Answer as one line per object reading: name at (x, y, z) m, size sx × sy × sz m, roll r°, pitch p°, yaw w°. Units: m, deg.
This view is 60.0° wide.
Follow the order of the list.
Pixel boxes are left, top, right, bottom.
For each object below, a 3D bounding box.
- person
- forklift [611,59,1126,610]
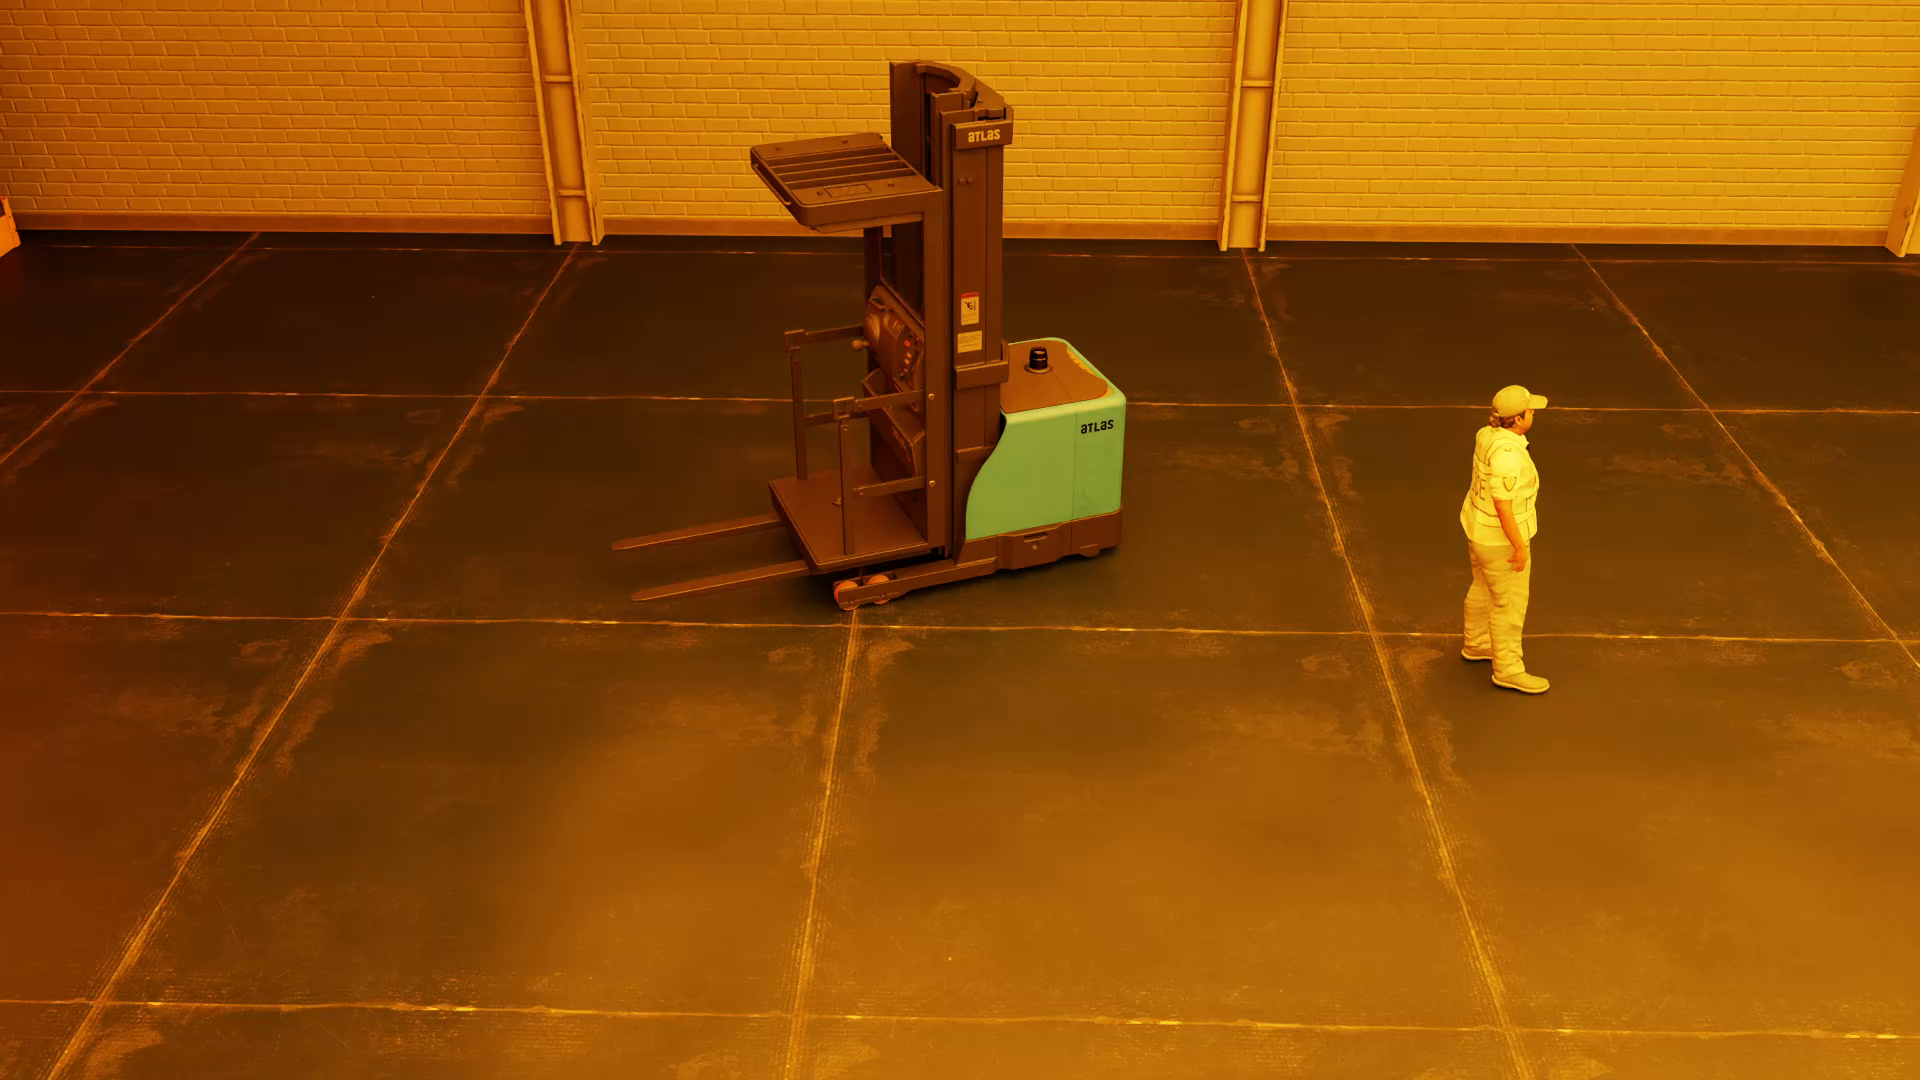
person at (2.965, -0.032, 8.899) m, size 0.529 × 1.670 × 0.598 m, roll 1°, pitch 31°, yaw 1°
forklift at (-0.569, -1.153, 9.570) m, size 3.031 × 2.935 × 1.130 m, roll -11°, pitch 32°, yaw -18°
